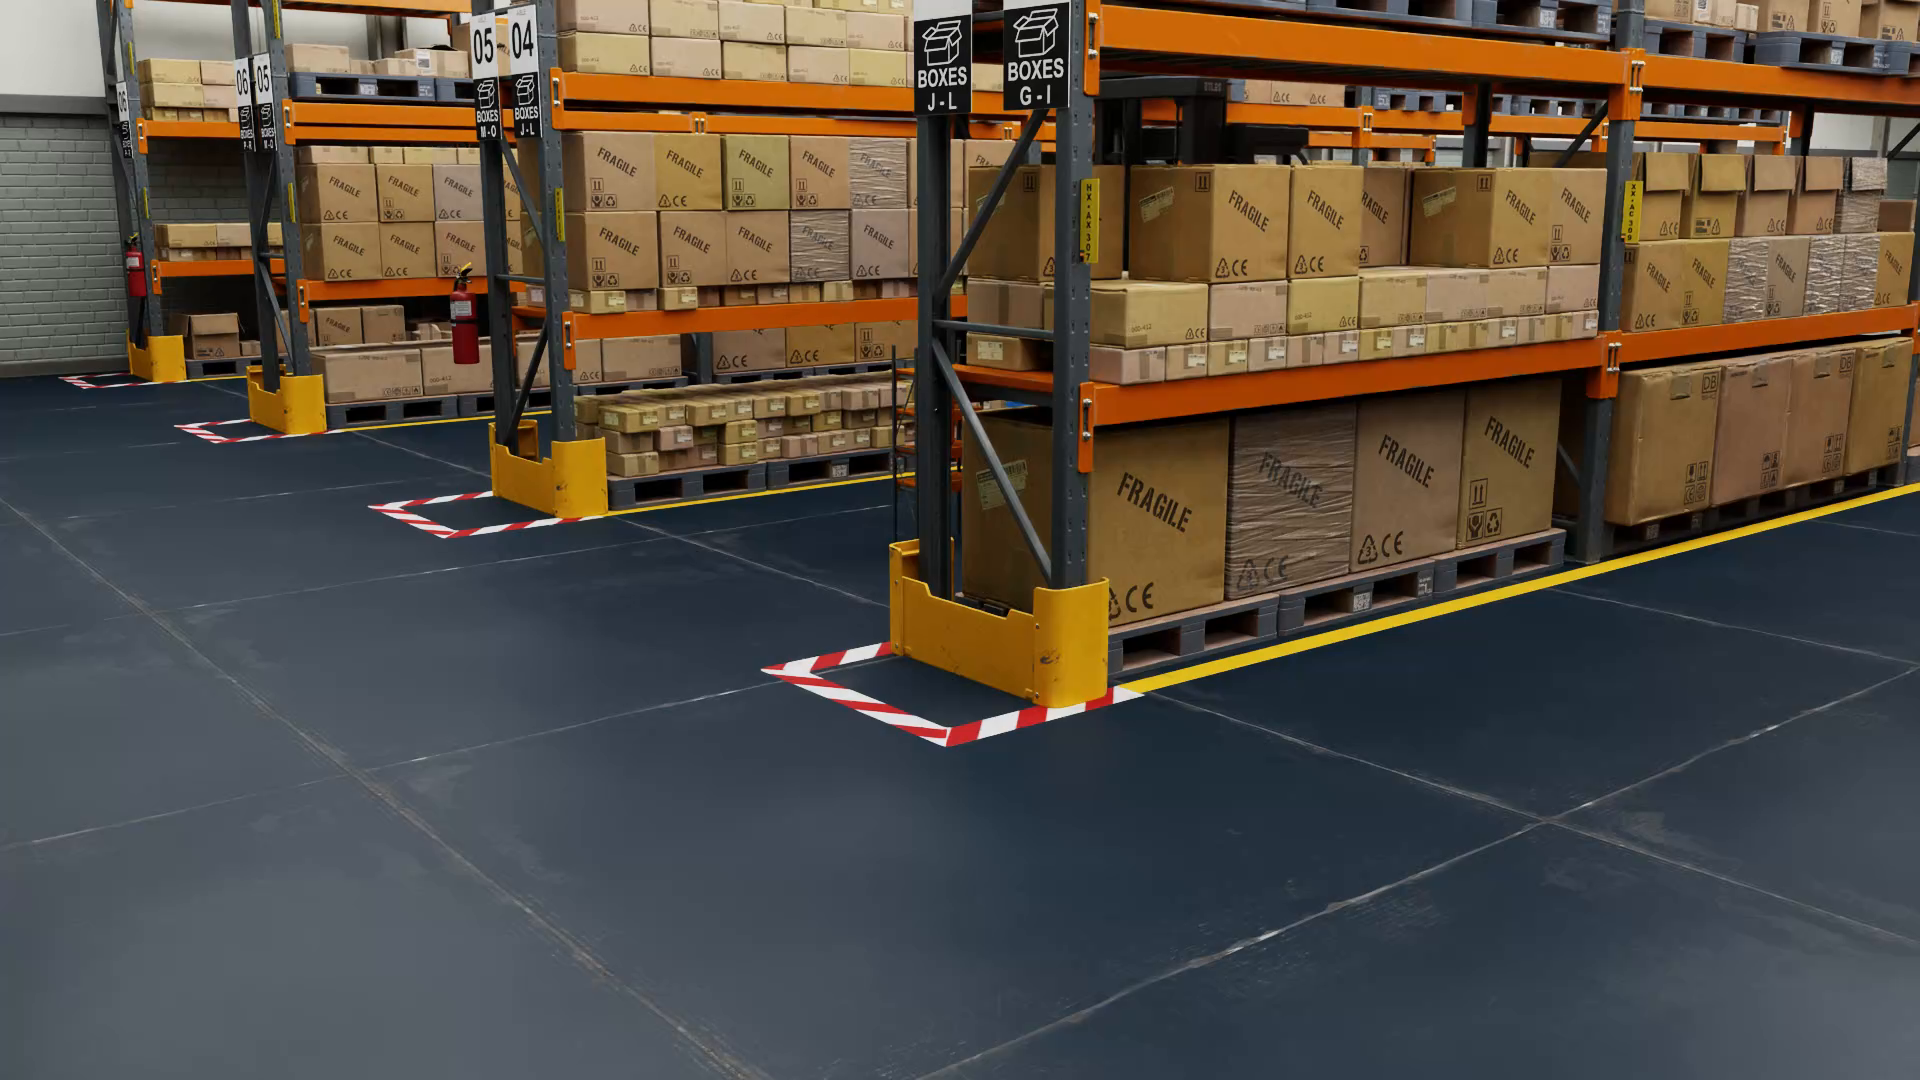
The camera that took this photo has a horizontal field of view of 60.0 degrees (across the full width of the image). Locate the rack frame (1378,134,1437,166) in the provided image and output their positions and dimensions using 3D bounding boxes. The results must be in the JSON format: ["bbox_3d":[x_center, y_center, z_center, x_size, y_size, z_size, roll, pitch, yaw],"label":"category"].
[{"bbox_3d":[6.471,-4.570,24.431,0.127,3.000,1.000,-9,15,-38],"label":"rack frame"}]

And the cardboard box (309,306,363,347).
[{"bbox_3d":[-7.422,-2.502,19.699,0.500,0.500,0.500,-9,15,-37],"label":"cardboard box"}]

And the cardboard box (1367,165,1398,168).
[{"bbox_3d":[3.753,-3.337,15.975,0.500,0.500,0.700,-10,15,-38],"label":"cardboard box"}]

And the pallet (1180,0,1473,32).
[{"bbox_3d":[1.695,-2.568,7.992,1.213,0.211,1.003,-9,15,-38],"label":"pallet"}]

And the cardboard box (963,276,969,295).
[{"bbox_3d":[0.063,-1.974,12.810,0.250,0.149,0.380,-10,16,-39],"label":"cardboard box"}]

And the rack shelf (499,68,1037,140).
[{"bbox_3d":[-1.289,-3.079,11.919,4.000,0.370,1.077,-9,15,-38],"label":"rack shelf"}]

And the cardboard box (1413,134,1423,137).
[{"bbox_3d":[6.368,-5.823,23.713,0.250,0.149,0.380,-9,15,-37],"label":"cardboard box"}]

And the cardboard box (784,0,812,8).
[{"bbox_3d":[-1.225,-3.740,11.495,0.250,0.149,0.380,-9,15,-36],"label":"cardboard box"}]

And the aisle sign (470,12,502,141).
[{"bbox_3d":[-3.096,-3.015,10.849,0.004,0.787,0.394,-9,15,-38],"label":"aisle sign"}]

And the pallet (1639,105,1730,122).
[{"bbox_3d":[8.117,-4.947,19.198,1.213,0.211,1.003,-9,15,-38],"label":"pallet"}]

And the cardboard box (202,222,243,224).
[{"bbox_3d":[-8.529,-3.540,19.225,0.500,0.250,0.500,-9,15,-37],"label":"cardboard box"}]

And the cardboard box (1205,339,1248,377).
[{"bbox_3d":[1.051,-0.823,7.389,0.250,0.149,0.380,-10,16,-39],"label":"cardboard box"}]

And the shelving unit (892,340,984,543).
[{"bbox_3d":[-0.129,-0.565,9.903,0.503,1.200,0.258,-9,15,-38],"label":"shelving unit"}]

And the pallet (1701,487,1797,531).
[{"bbox_3d":[4.801,-0.313,11.096,1.213,0.211,1.003,-9,15,-38],"label":"pallet"}]

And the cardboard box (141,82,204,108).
[{"bbox_3d":[-8.609,-4.851,18.178,0.500,0.250,0.500,-10,15,-38],"label":"cardboard box"}]

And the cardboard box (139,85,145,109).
[{"bbox_3d":[-8.949,-4.940,18.595,0.500,0.250,0.500,-10,15,-39],"label":"cardboard box"}]

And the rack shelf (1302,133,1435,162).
[{"bbox_3d":[4.910,-5.426,22.972,4.000,0.370,1.077,-9,15,-38],"label":"rack shelf"}]

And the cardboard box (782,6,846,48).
[{"bbox_3d":[-1.143,-3.555,11.585,0.500,0.250,0.500,-10,16,-40],"label":"cardboard box"}]

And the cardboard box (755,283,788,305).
[{"bbox_3d":[-1.423,-1.751,11.758,0.250,0.149,0.380,-10,15,-39],"label":"cardboard box"}]

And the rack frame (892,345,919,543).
[{"bbox_3d":[-0.320,-0.534,9.754,0.015,1.200,0.240,-9,15,-38],"label":"rack frame"}]

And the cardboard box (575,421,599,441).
[{"bbox_3d":[-2.617,-0.776,11.696,0.250,0.149,0.380,-10,16,-39],"label":"cardboard box"}]

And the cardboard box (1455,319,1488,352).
[{"bbox_3d":[2.455,-1.057,8.488,0.250,0.149,0.380,-9,15,-37],"label":"cardboard box"}]

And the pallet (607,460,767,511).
[{"bbox_3d":[-2.135,-0.450,11.739,1.213,0.211,1.003,-9,15,-38],"label":"pallet"}]

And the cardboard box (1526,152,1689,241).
[{"bbox_3d":[3.786,-2.030,9.810,0.637,0.503,0.797,-10,16,-39],"label":"cardboard box"}]

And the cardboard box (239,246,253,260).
[{"bbox_3d":[-8.109,-3.277,18.945,0.250,0.149,0.380,-9,15,-36],"label":"cardboard box"}]

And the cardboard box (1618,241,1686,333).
[{"bbox_3d":[3.807,-1.474,9.608,0.500,0.500,0.500,-9,15,-37],"label":"cardboard box"}]

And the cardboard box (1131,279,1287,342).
[{"bbox_3d":[1.114,-1.046,7.478,0.500,0.250,0.500,-10,15,-38],"label":"cardboard box"}]

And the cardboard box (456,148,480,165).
[{"bbox_3d":[-4.550,-3.517,15.259,0.250,0.149,0.380,-9,15,-37],"label":"cardboard box"}]

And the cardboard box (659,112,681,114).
[{"bbox_3d":[-3.911,-5.494,21.922,0.500,0.250,0.500,-9,15,-38],"label":"cardboard box"}]

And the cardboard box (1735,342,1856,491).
[{"bbox_3d":[5.163,-0.890,11.205,0.875,0.875,1.225,-9,15,-37],"label":"cardboard box"}]

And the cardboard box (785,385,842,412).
[{"bbox_3d":[-1.078,-1.041,12.231,0.250,0.149,0.380,-9,15,-38],"label":"cardboard box"}]

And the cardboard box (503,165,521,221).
[{"bbox_3d":[-4.284,-3.249,15.562,0.500,0.500,0.500,-9,15,-37],"label":"cardboard box"}]

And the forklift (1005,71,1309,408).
[{"bbox_3d":[1.681,-1.800,11.550,1.130,2.935,3.031,12,17,44],"label":"forklift"}]

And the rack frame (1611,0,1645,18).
[{"bbox_3d":[3.292,-4.340,8.905,0.127,3.000,1.000,-9,15,-38],"label":"rack frame"}]

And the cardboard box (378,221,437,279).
[{"bbox_3d":[-5.091,-2.629,15.047,0.500,0.500,0.500,-10,15,-38],"label":"cardboard box"}]

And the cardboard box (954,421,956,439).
[{"bbox_3d":[-0.242,-0.863,12.825,0.250,0.149,0.380,-10,16,-40],"label":"cardboard box"}]

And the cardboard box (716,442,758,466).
[{"bbox_3d":[-1.631,-0.627,11.714,0.250,0.149,0.380,-9,15,-37],"label":"cardboard box"}]

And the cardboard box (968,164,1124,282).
[{"bbox_3d":[0.385,-1.432,7.489,0.500,0.500,0.500,-9,15,-37],"label":"cardboard box"}]

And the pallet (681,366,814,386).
[{"bbox_3d":[-2.343,-1.762,17.916,1.213,0.211,1.003,-9,15,-38],"label":"pallet"}]

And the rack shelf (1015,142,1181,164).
[{"bbox_3d":[1.806,-6.231,26.761,4.000,0.370,1.077,-9,15,-38],"label":"rack shelf"}]

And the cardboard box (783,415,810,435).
[{"bbox_3d":[-1.295,-0.867,12.127,0.250,0.149,0.380,-8,15,-35],"label":"cardboard box"}]

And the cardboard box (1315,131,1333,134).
[{"bbox_3d":[4.806,-5.549,22.425,0.250,0.149,0.380,-10,15,-39],"label":"cardboard box"}]

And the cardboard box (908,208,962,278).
[{"bbox_3d":[-0.335,-2.242,12.509,0.500,0.500,0.500,-10,16,-39],"label":"cardboard box"}]

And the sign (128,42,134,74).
[{"bbox_3d":[-8.787,-5.106,17.626,0.005,0.325,0.100,-9,15,-38],"label":"sign"}]

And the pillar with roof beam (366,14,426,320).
[{"bbox_3d":[-4.420,-6.110,17.238,0.400,9.000,9.100,-9,15,-38],"label":"pillar with roof beam"}]

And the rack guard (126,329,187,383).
[{"bbox_3d":[-9.067,-2.086,18.748,0.348,0.500,1.175,-9,15,-38],"label":"rack guard"}]

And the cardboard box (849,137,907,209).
[{"bbox_3d":[-0.735,-2.670,12.117,0.500,0.500,0.500,-9,15,-36],"label":"cardboard box"}]

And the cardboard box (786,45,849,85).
[{"bbox_3d":[-1.123,-3.317,11.667,0.500,0.250,0.500,-10,15,-38],"label":"cardboard box"}]

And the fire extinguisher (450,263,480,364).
[{"bbox_3d":[-3.336,-1.526,11.179,0.183,0.674,0.296,-9,15,-38],"label":"fire extinguisher"}]

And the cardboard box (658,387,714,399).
[{"bbox_3d":[-1.999,-1.017,12.117,0.250,0.149,0.380,-10,16,-40],"label":"cardboard box"}]

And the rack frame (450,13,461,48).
[{"bbox_3d":[-6.003,-6.752,20.264,0.127,3.000,1.000,-9,15,-38],"label":"rack frame"}]

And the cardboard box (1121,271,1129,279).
[{"bbox_3d":[0.778,-1.131,7.877,0.500,0.250,0.500,-10,15,-39],"label":"cardboard box"}]

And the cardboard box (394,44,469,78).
[{"bbox_3d":[-4.822,-4.358,15.173,0.500,0.311,0.500,-9,15,-37],"label":"cardboard box"}]

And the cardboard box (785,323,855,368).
[{"bbox_3d":[-1.764,-2.391,18.273,0.875,0.875,0.875,-9,15,-36],"label":"cardboard box"}]

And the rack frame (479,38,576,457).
[{"bbox_3d":[-2.851,-1.704,10.934,0.127,3.000,1.000,-9,15,-38],"label":"rack frame"}]

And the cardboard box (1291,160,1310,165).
[{"bbox_3d":[4.240,-4.819,22.240,0.500,0.500,0.700,-9,15,-37],"label":"cardboard box"}]

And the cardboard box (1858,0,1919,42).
[{"bbox_3d":[5.984,-3.557,11.179,0.637,0.503,0.797,-8,15,-34],"label":"cardboard box"}]

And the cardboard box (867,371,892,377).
[{"bbox_3d":[-0.545,-1.247,13.201,0.250,0.149,0.380,-10,15,-38],"label":"cardboard box"}]
